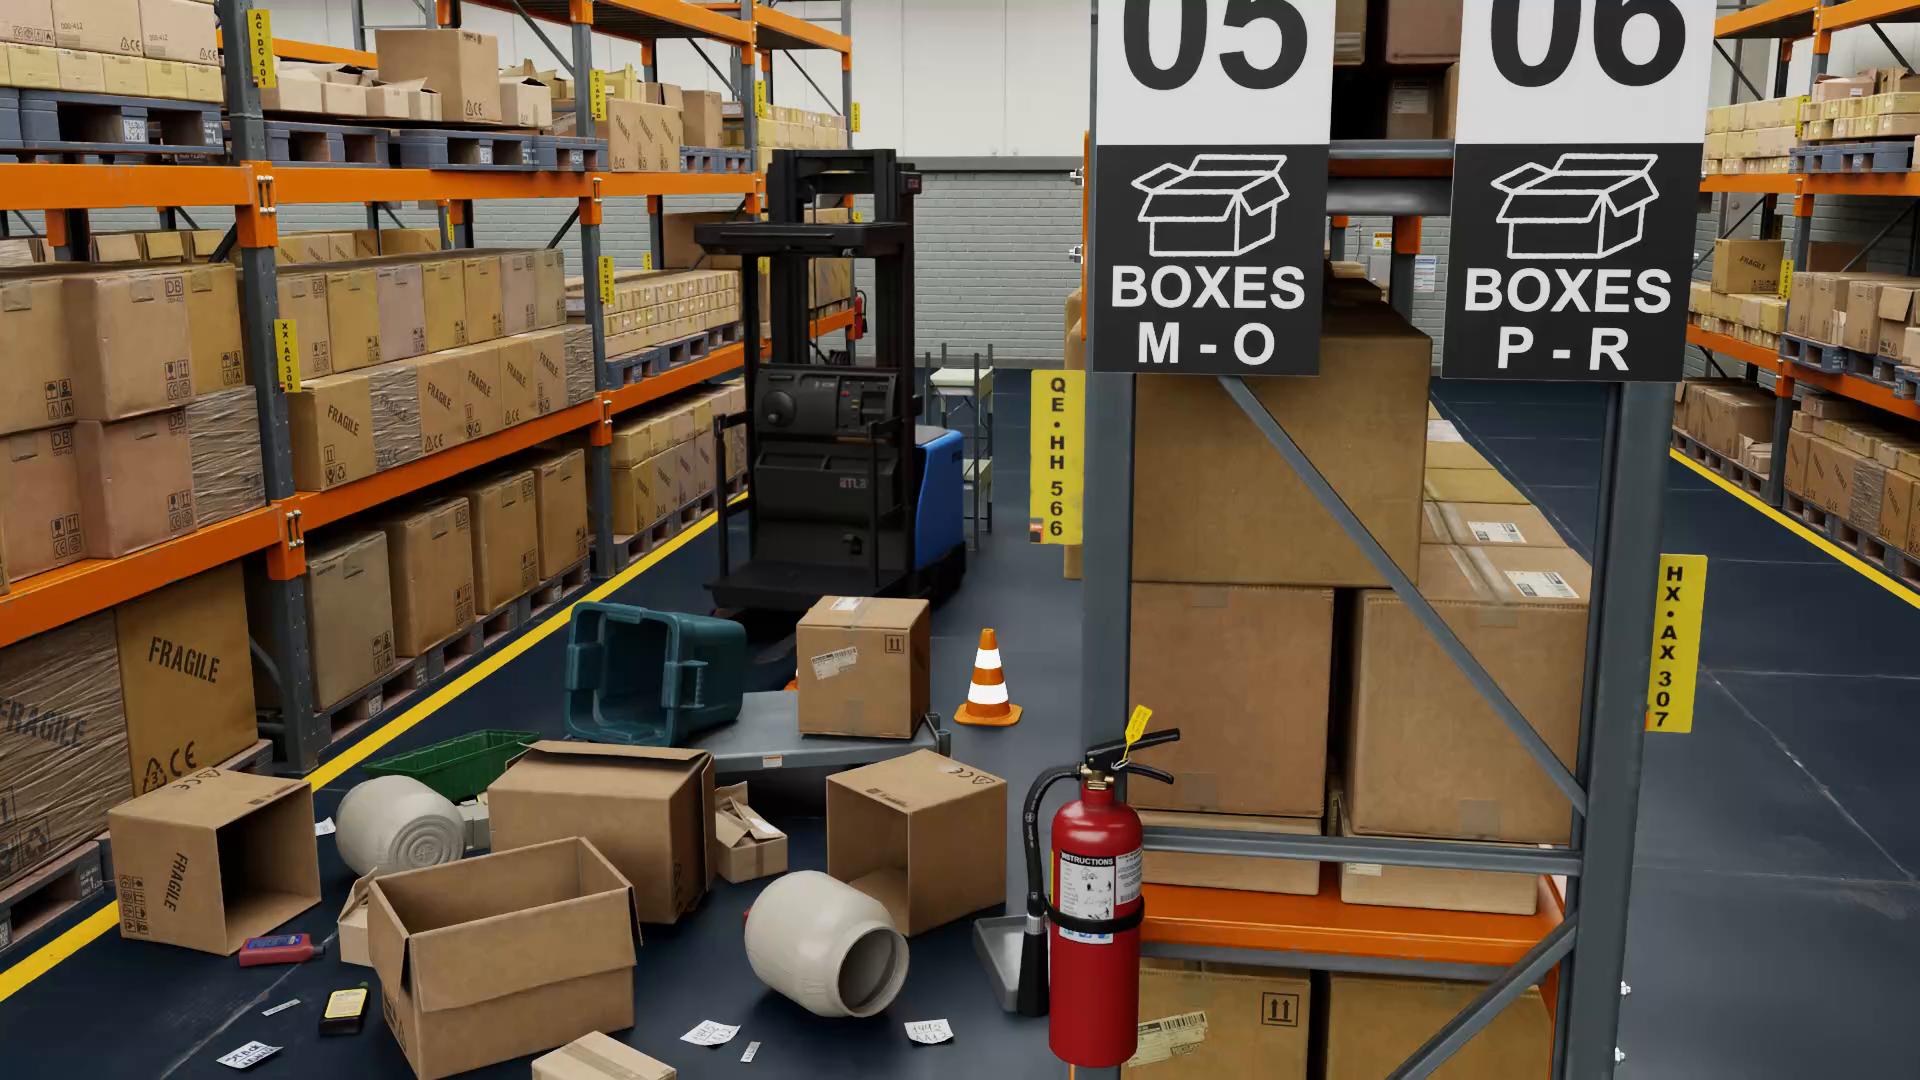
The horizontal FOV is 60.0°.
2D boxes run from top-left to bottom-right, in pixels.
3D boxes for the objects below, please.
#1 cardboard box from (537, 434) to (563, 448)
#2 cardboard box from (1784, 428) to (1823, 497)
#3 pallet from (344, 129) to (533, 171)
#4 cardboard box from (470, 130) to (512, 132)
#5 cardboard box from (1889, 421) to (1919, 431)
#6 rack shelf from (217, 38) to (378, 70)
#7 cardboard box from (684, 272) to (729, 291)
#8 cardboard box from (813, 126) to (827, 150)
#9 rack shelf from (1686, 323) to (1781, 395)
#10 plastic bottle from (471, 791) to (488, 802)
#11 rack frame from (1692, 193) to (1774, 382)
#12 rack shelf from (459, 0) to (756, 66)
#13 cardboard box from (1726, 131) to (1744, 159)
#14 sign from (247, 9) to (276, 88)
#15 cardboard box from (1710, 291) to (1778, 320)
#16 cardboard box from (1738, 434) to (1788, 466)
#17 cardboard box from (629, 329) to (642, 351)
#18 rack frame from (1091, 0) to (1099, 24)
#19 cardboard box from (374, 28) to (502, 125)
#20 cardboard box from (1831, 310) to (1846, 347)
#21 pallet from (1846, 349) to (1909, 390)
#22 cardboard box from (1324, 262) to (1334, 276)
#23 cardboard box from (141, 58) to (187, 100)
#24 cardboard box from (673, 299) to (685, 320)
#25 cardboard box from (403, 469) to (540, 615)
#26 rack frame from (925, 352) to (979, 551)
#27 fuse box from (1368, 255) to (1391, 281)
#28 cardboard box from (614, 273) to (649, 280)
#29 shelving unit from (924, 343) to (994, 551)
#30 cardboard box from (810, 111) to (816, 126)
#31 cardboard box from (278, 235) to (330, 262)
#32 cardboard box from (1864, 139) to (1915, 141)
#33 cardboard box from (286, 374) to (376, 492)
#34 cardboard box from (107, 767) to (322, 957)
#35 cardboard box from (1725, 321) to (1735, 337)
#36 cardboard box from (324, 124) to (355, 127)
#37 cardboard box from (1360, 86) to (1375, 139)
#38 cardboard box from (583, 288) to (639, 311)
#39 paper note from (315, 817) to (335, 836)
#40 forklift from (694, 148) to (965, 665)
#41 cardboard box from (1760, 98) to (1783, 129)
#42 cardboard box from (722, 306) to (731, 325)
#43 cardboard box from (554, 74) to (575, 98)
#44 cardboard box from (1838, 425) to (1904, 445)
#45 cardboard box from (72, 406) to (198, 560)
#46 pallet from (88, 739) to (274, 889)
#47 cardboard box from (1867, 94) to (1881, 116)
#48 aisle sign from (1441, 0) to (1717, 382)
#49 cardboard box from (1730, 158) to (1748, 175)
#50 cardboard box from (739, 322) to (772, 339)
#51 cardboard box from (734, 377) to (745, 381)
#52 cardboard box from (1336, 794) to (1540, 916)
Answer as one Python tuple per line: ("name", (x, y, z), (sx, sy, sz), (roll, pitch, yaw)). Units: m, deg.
("cardboard box", (-3.104, -0.715, 12.347), (0.500, 0.250, 0.500), (2, 12, 7))
("cardboard box", (7.180, -0.637, 13.767), (0.500, 0.500, 0.500), (2, 12, 11))
("pallet", (-3.166, -2.219, 9.500), (1.003, 0.211, 1.213), (2, 12, 11))
("cardboard box", (-3.160, -2.747, 10.864), (0.380, 0.149, 0.250), (1, 12, 6))
("cardboard box", (7.641, -0.856, 13.242), (0.380, 0.149, 0.250), (2, 12, 9))
("rack shelf", (-6.913, -5.030, 17.631), (1.077, 0.370, 4.000), (2, 12, 9))
("cardboard box", (-2.244, -2.274, 14.613), (0.380, 0.149, 0.250), (2, 12, 7))
("cardboard box", (-1.698, -4.200, 17.409), (0.500, 0.250, 0.500), (2, 12, 9))
("rack shelf", (7.784, -1.812, 15.989), (1.077, 0.370, 4.000), (2, 12, 9))
("plastic bottle", (-2.117, 1.162, 7.459), (0.133, 0.061, 0.283), (-5, 13, -21))
("rack frame", (8.092, -2.580, 17.845), (1.000, 3.000, 0.127), (2, 12, 9))
("rack shelf", (-2.643, -4.016, 12.924), (1.077, 0.370, 4.000), (2, 12, 9))
("cardboard box", (7.548, -3.714, 15.636), (0.500, 0.250, 0.500), (2, 12, 8))
("sign", (-3.017, -2.121, 7.182), (0.100, 0.325, 0.005), (2, 12, 9))
("cardboard box", (7.546, -2.249, 15.957), (0.500, 0.250, 0.500), (2, 12, 7))
("cardboard box", (7.327, -0.816, 15.152), (0.396, 0.266, 0.258), (2, 12, 11))
("cardboard box", (-2.600, -1.495, 12.410), (0.380, 0.149, 0.250), (3, 12, 11))
("rack frame", (0.726, -2.342, 2.501), (1.000, 3.000, 0.127), (2, 12, 9))
("cardboard box", (-2.941, -2.612, 9.404), (0.500, 0.500, 0.500), (2, 12, 9))
("cardboard box", (6.884, -1.610, 12.667), (0.396, 0.266, 0.258), (2, 12, 11))
("pallet", (7.156, -1.226, 12.017), (1.003, 0.211, 1.213), (2, 12, 9))
("cardboard box", (0.959, -0.735, 5.967), (0.700, 0.500, 0.500), (2, 12, 9))
("cardboard box", (-3.344, -1.840, 6.655), (0.380, 0.149, 0.250), (2, 12, 10))
("cardboard box", (-2.443, -1.860, 13.400), (0.380, 0.149, 0.250), (2, 12, 11))
("cardboard box", (-3.264, -0.014, 10.280), (1.050, 0.750, 0.750), (2, 12, 10))
("rack frame", (-0.057, -0.656, 12.475), (0.400, 1.500, 0.023), (2, 12, 9))
("fuse box", (6.084, -3.186, 23.716), (0.539, 1.711, 0.414), (2, 12, 9))
("cardboard box", (-2.929, -2.241, 14.461), (0.380, 0.149, 0.250), (2, 12, 9))
("shelving unit", (-0.001, -0.732, 12.829), (0.431, 1.500, 0.755), (2, 12, 9))
("cardboard box", (-1.709, -4.367, 17.241), (0.380, 0.149, 0.250), (2, 12, 10))
("cardboard box", (-6.811, -2.861, 17.018), (0.500, 0.500, 0.500), (2, 12, 9))
("cardboard box", (7.499, -3.280, 13.334), (0.380, 0.149, 0.250), (2, 12, 8))
("cardboard box", (-3.219, -0.531, 8.100), (0.500, 0.500, 0.500), (2, 12, 9))
("cardboard box", (-2.790, 1.196, 6.252), (0.500, 0.500, 0.500), (4, 13, 18))
("cardboard box", (7.531, -2.020, 15.841), (0.380, 0.149, 0.250), (2, 12, 9))
("cardboard box", (-6.852, -4.379, 17.600), (0.700, 0.500, 0.500), (2, 12, 11))
("cardboard box", (1.138, -0.975, 3.875), (0.380, 0.149, 0.250), (2, 12, 8))
("cardboard box", (-2.607, -1.784, 12.340), (0.380, 0.149, 0.250), (2, 12, 8))
("paper note", (-2.774, 1.239, 7.170), (0.147, 0.020, 0.142), (-7, 14, -30))
("forklift", (-0.902, -0.879, 10.115), (1.130, 2.935, 3.031), (4, 13, 18))
("cardboard box", (7.386, -3.749, 14.612), (0.500, 0.250, 0.500), (2, 12, 8))
("cardboard box", (-2.240, -1.986, 14.688), (0.380, 0.149, 0.250), (2, 12, 9))
("cardboard box", (-2.967, -3.464, 12.775), (0.396, 0.266, 0.258), (2, 12, 9))
("cardboard box", (7.136, -0.810, 13.030), (0.380, 0.149, 0.250), (2, 12, 8))
("cardboard box", (-3.673, -0.262, 6.734), (0.875, 0.550, 0.550), (2, 12, 9))
("pallet", (-3.760, 1.138, 7.214), (1.003, 0.211, 1.213), (2, 12, 9))
("cardboard box", (6.867, -3.172, 12.128), (0.380, 0.149, 0.250), (2, 12, 9))
("aisle sign", (1.023, -0.657, 2.752), (0.394, 0.787, 0.004), (2, 12, 9))
("cardboard box", (7.448, -3.497, 15.575), (0.380, 0.149, 0.250), (2, 12, 10))
("cardboard box", (-1.968, -1.972, 15.621), (0.380, 0.149, 0.250), (2, 12, 11))
("cardboard box", (-2.233, -1.662, 17.945), (0.380, 0.149, 0.250), (2, 12, 11))
("cardboard box", (0.983, 0.649, 3.456), (0.380, 0.149, 0.250), (2, 12, 9))
